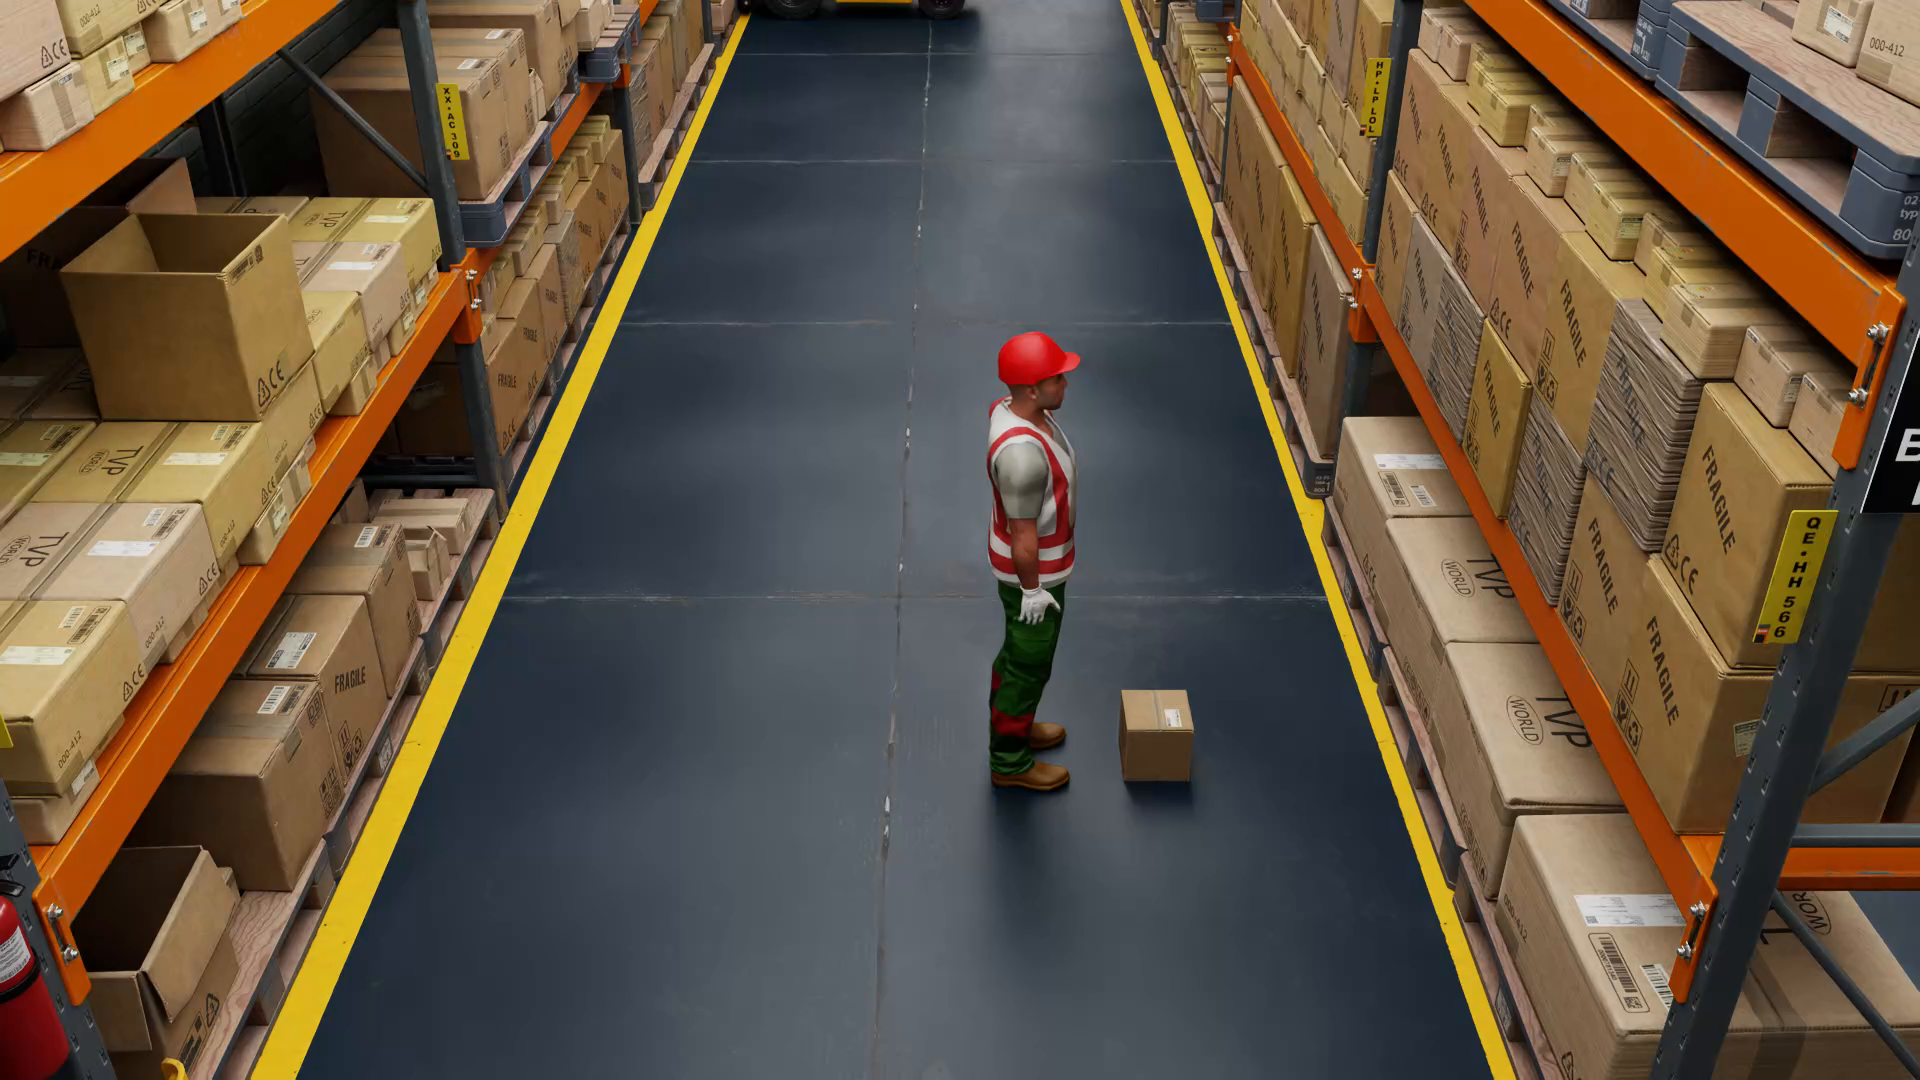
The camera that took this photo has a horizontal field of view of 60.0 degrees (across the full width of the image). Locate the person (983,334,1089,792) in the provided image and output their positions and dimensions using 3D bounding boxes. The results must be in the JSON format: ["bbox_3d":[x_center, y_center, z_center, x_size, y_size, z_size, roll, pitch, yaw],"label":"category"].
[{"bbox_3d":[0.258,0.083,5.984,0.358,1.776,0.528,0,31,1],"label":"person"}]
